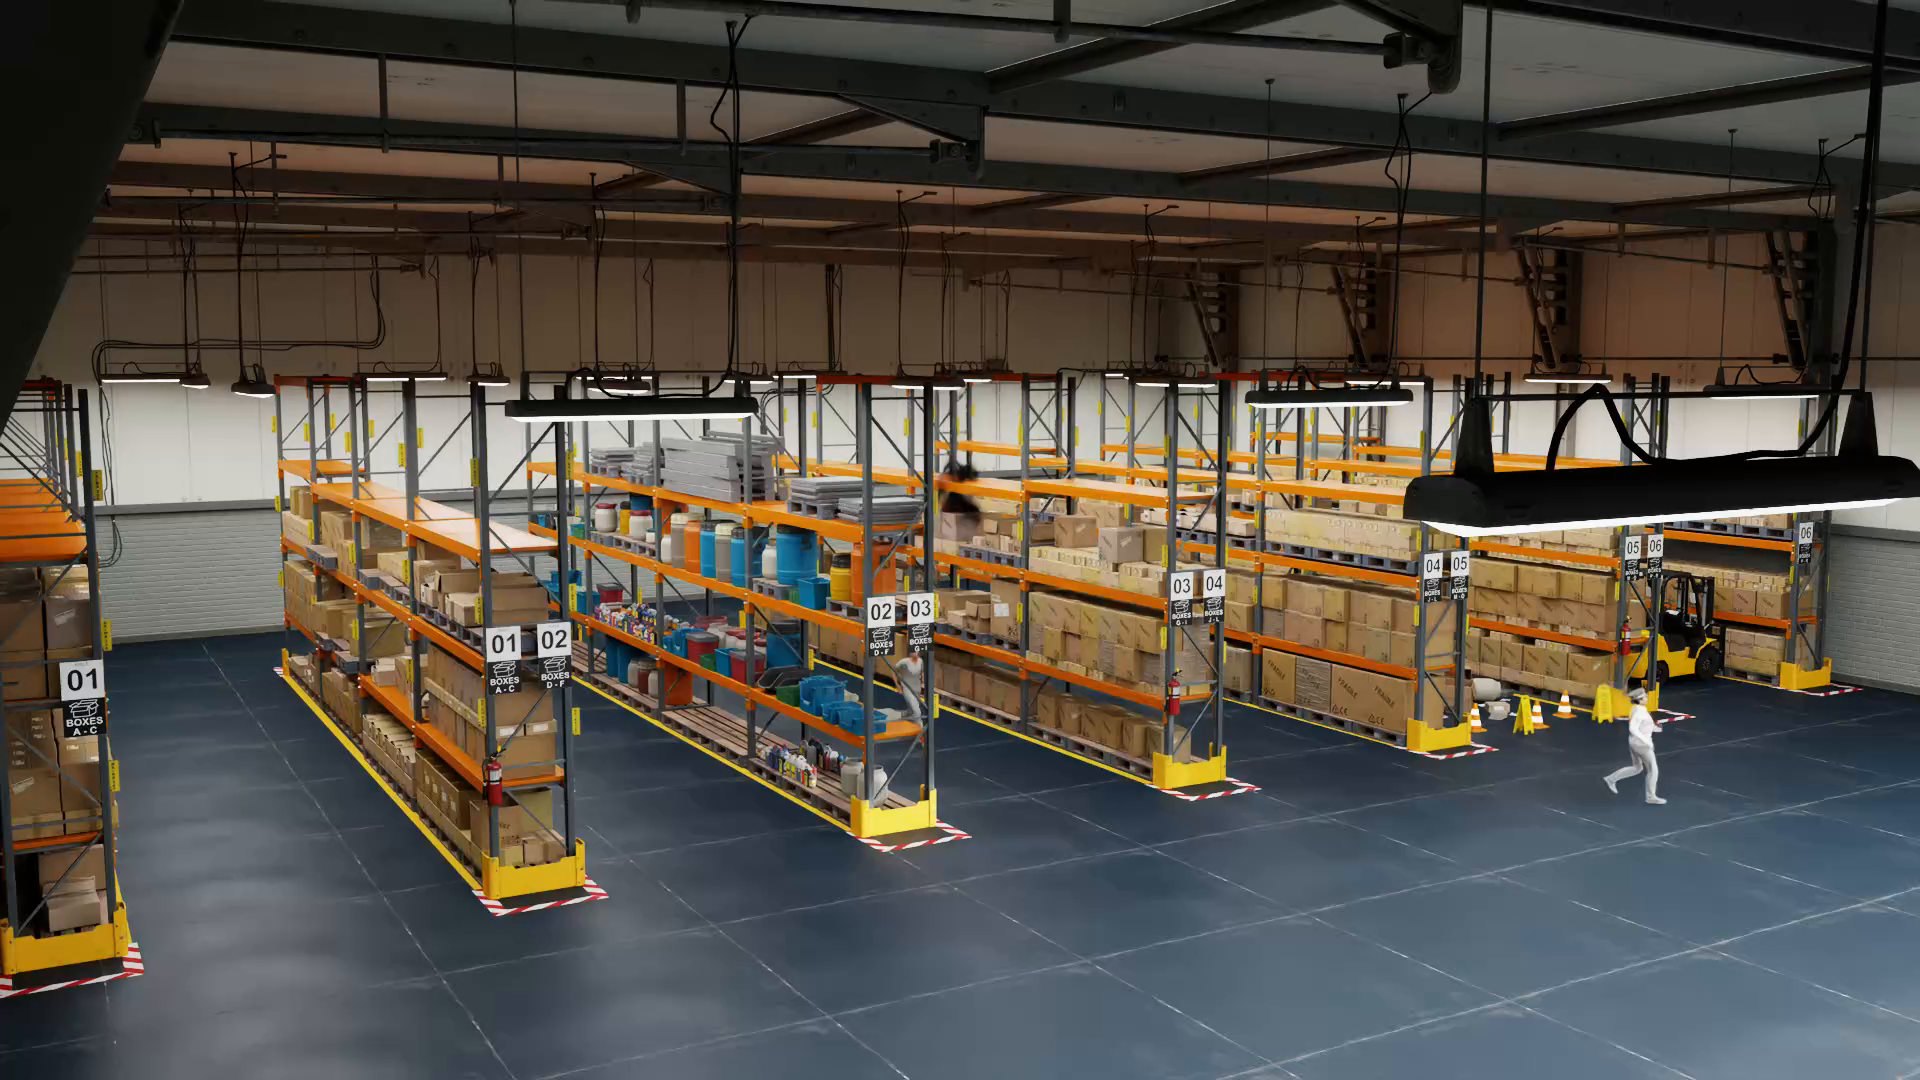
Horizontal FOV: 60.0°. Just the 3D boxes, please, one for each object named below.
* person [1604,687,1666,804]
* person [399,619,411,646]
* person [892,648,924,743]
[{"bbox_3d":[9.650,2.912,23.655,0.820,1.666,0.626,1,6,10],"label":"person"},{"bbox_3d":[-11.329,1.742,34.117,0.595,1.716,0.719,5,8,40],"label":"person"},{"bbox_3d":[-0.810,2.511,27.394,0.587,1.664,1.008,-5,8,-36],"label":"person"}]
